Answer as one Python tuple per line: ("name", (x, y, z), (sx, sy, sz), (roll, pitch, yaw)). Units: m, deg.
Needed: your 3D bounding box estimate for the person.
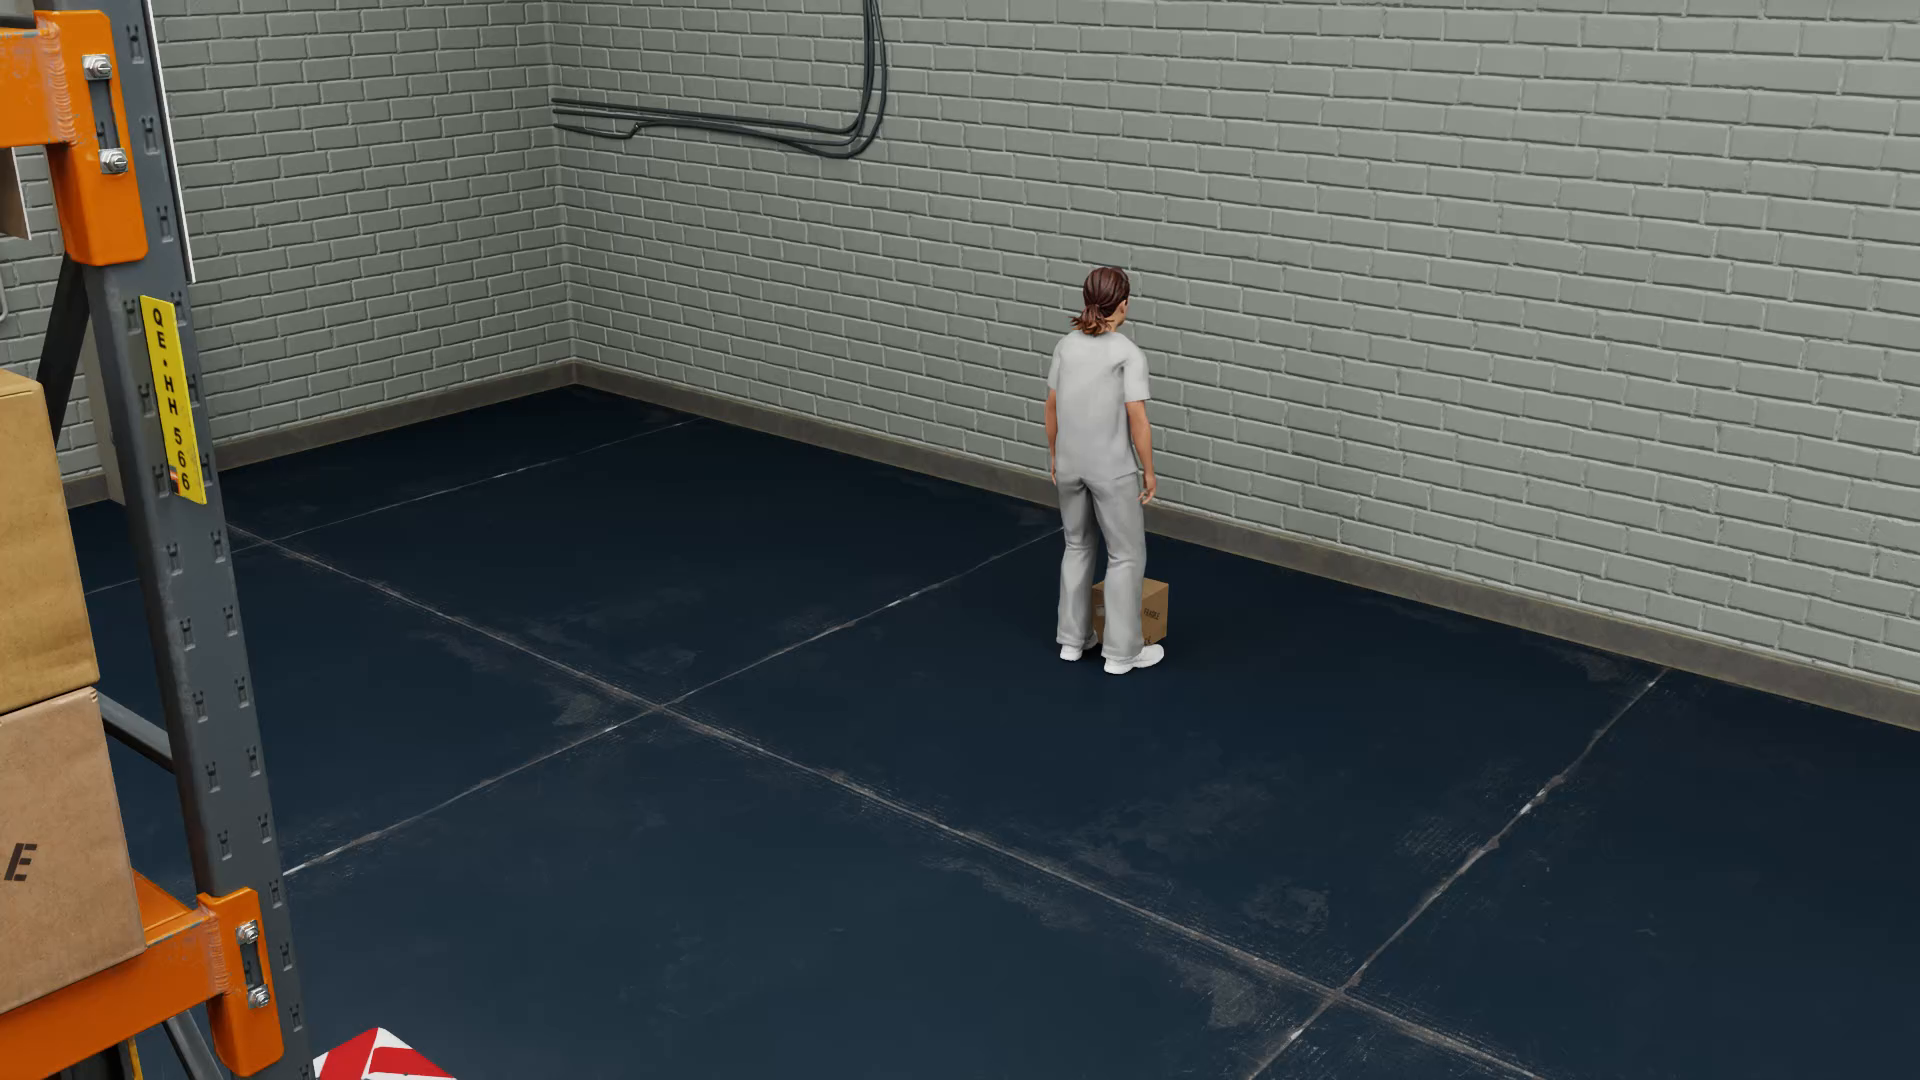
("person", (0.584, -0.284, 6.848), (0.514, 1.672, 0.357), (14, 25, 34))
